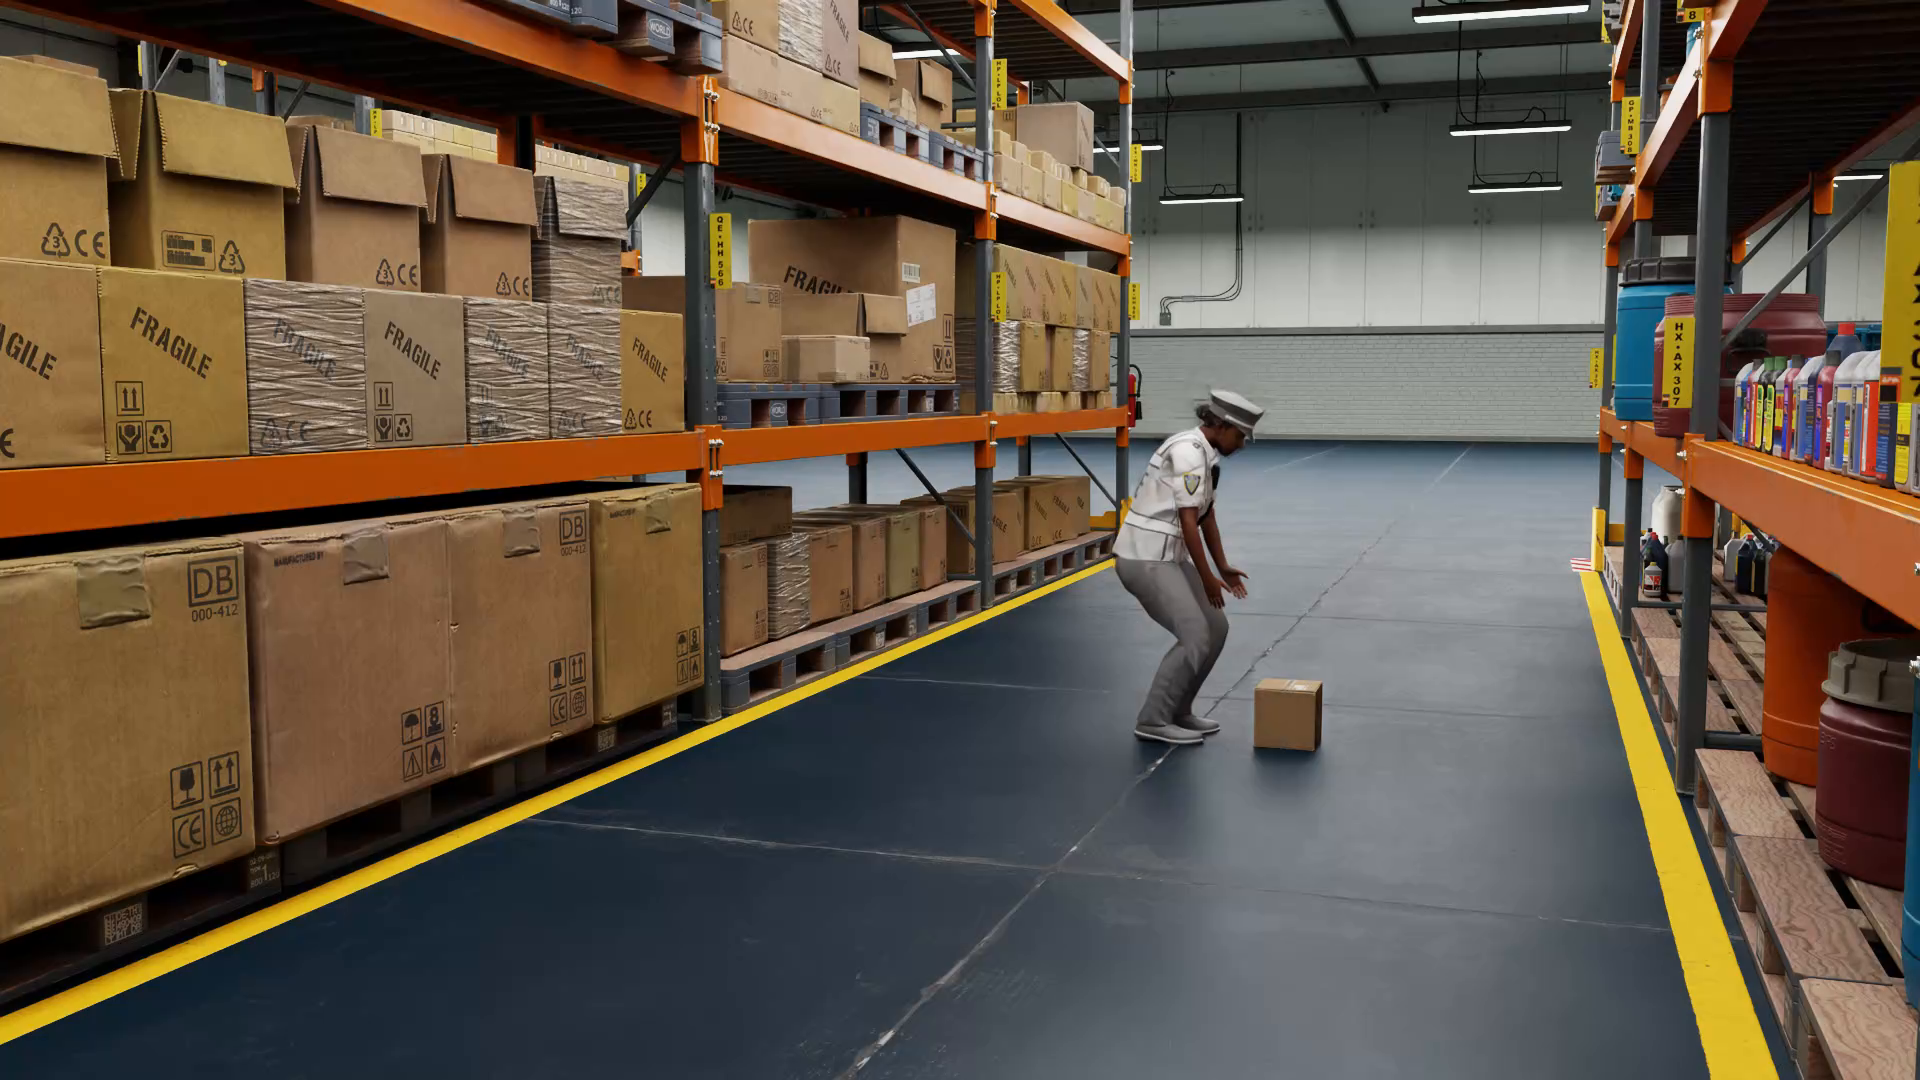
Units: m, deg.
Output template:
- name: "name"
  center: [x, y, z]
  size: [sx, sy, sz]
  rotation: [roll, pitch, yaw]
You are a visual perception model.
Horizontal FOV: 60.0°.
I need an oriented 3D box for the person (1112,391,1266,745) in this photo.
- name: "person"
  center: [0.977, 0.108, 7.105]
  size: [0.628, 1.487, 0.490]
  rotation: [2, 6, 19]
